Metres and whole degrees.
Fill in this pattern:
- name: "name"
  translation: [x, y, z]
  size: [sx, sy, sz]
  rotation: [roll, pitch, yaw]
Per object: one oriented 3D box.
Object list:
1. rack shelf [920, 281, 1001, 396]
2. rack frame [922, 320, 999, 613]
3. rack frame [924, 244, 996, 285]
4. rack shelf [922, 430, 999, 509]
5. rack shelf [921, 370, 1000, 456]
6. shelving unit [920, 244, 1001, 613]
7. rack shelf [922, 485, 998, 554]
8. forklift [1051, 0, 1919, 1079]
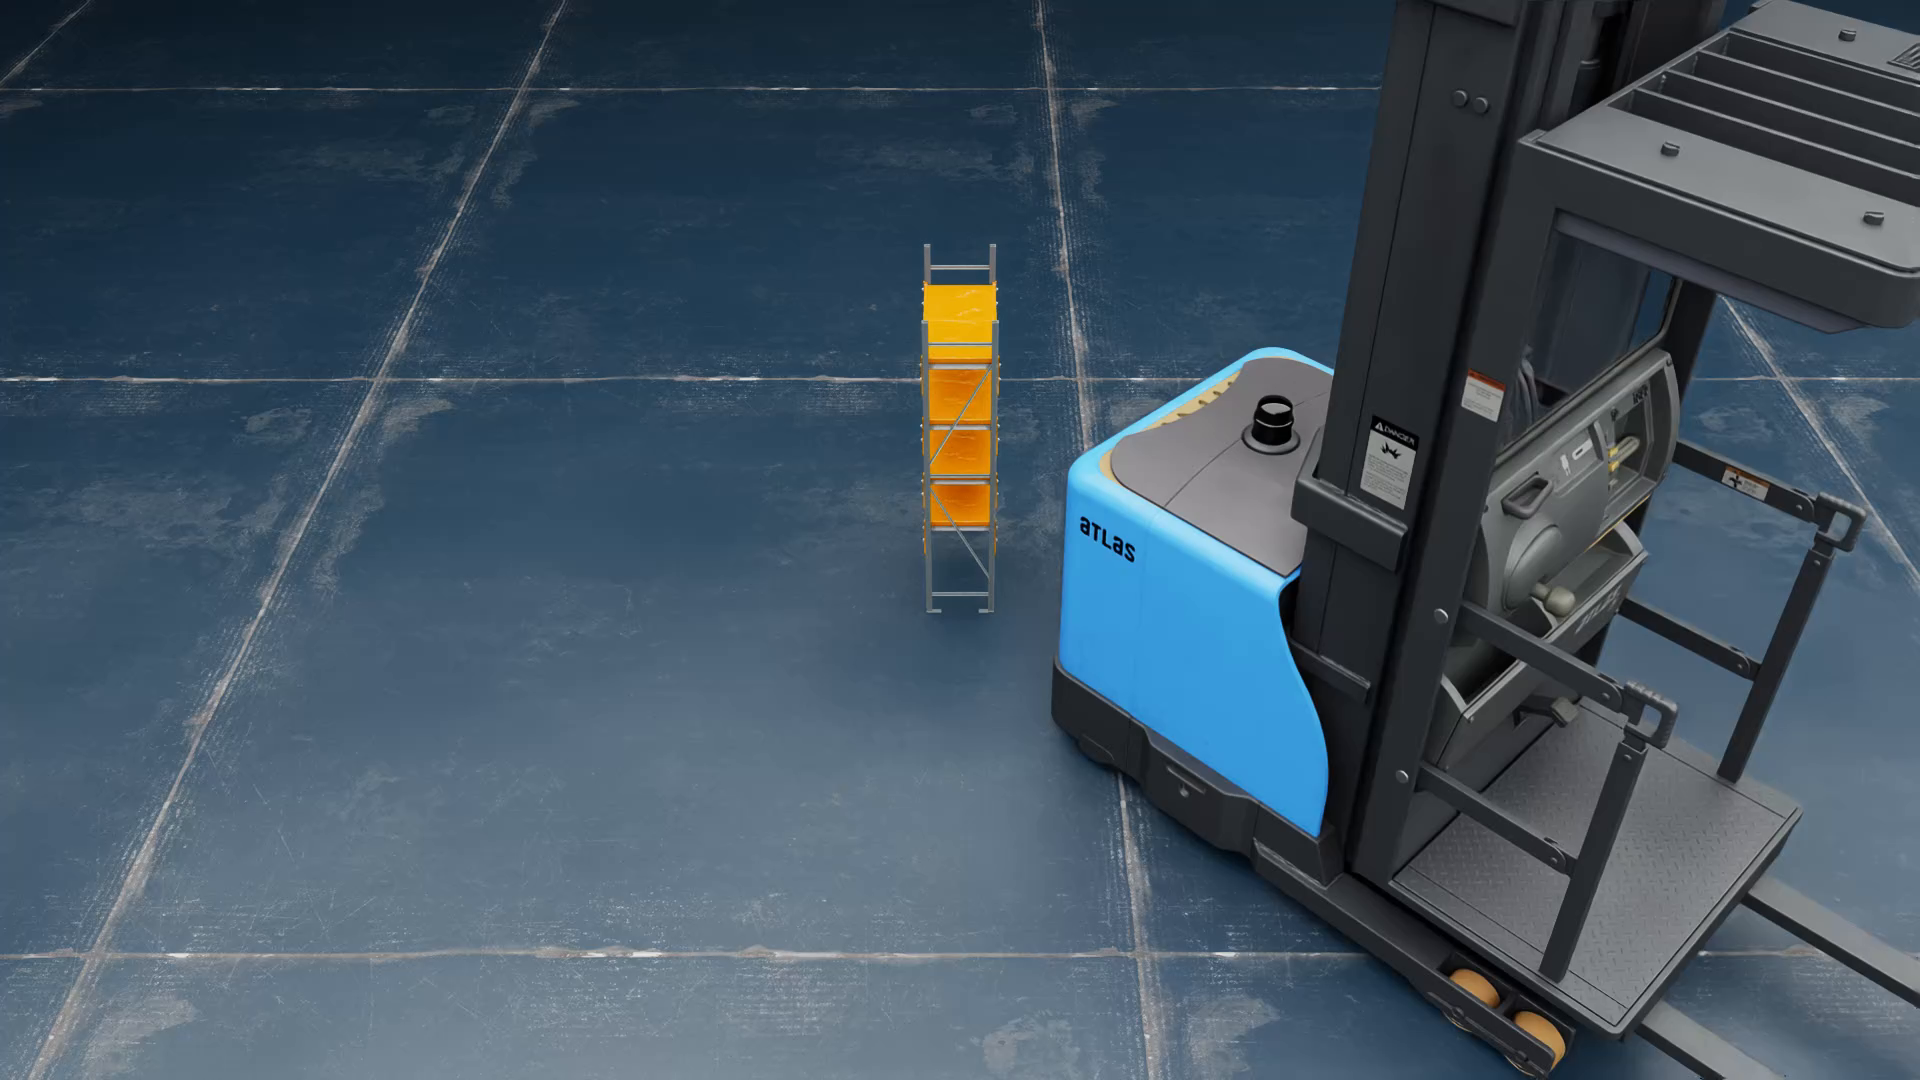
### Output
- name: "rack shelf"
  translation: [0.000, -0.671, 5.500]
  size: [0.258, 0.148, 0.480]
  rotation: [0, 39, 0]
- name: "rack frame"
  translation: [0.000, -0.212, 5.555]
  size: [0.240, 1.200, 0.015]
  rotation: [0, 39, 0]
- name: "rack frame"
  translation: [0.000, -0.517, 5.936]
  size: [0.240, 1.200, 0.015]
  rotation: [0, 39, 0]
- name: "rack shelf"
  translation: [0.000, -0.312, 5.788]
  size: [0.258, 0.148, 0.480]
  rotation: [0, 39, 0]
- name: "rack shelf"
  translation: [0.000, -0.487, 5.648]
  size: [0.258, 0.148, 0.480]
  rotation: [0, 39, 0]
- name: "shelving unit"
  translation: [0.000, -0.365, 5.746]
  size: [0.258, 1.200, 0.503]
  rotation: [0, 39, 0]
- name: "rack shelf"
  translation: [0.000, -0.157, 5.912]
  size: [0.258, 0.148, 0.480]
  rotation: [0, 39, 0]
- name: "forklift"
  translation: [1.688, -0.080, 4.006]
  size: [1.130, 2.935, 3.031]
  rotation: [-32, 48, -33]
